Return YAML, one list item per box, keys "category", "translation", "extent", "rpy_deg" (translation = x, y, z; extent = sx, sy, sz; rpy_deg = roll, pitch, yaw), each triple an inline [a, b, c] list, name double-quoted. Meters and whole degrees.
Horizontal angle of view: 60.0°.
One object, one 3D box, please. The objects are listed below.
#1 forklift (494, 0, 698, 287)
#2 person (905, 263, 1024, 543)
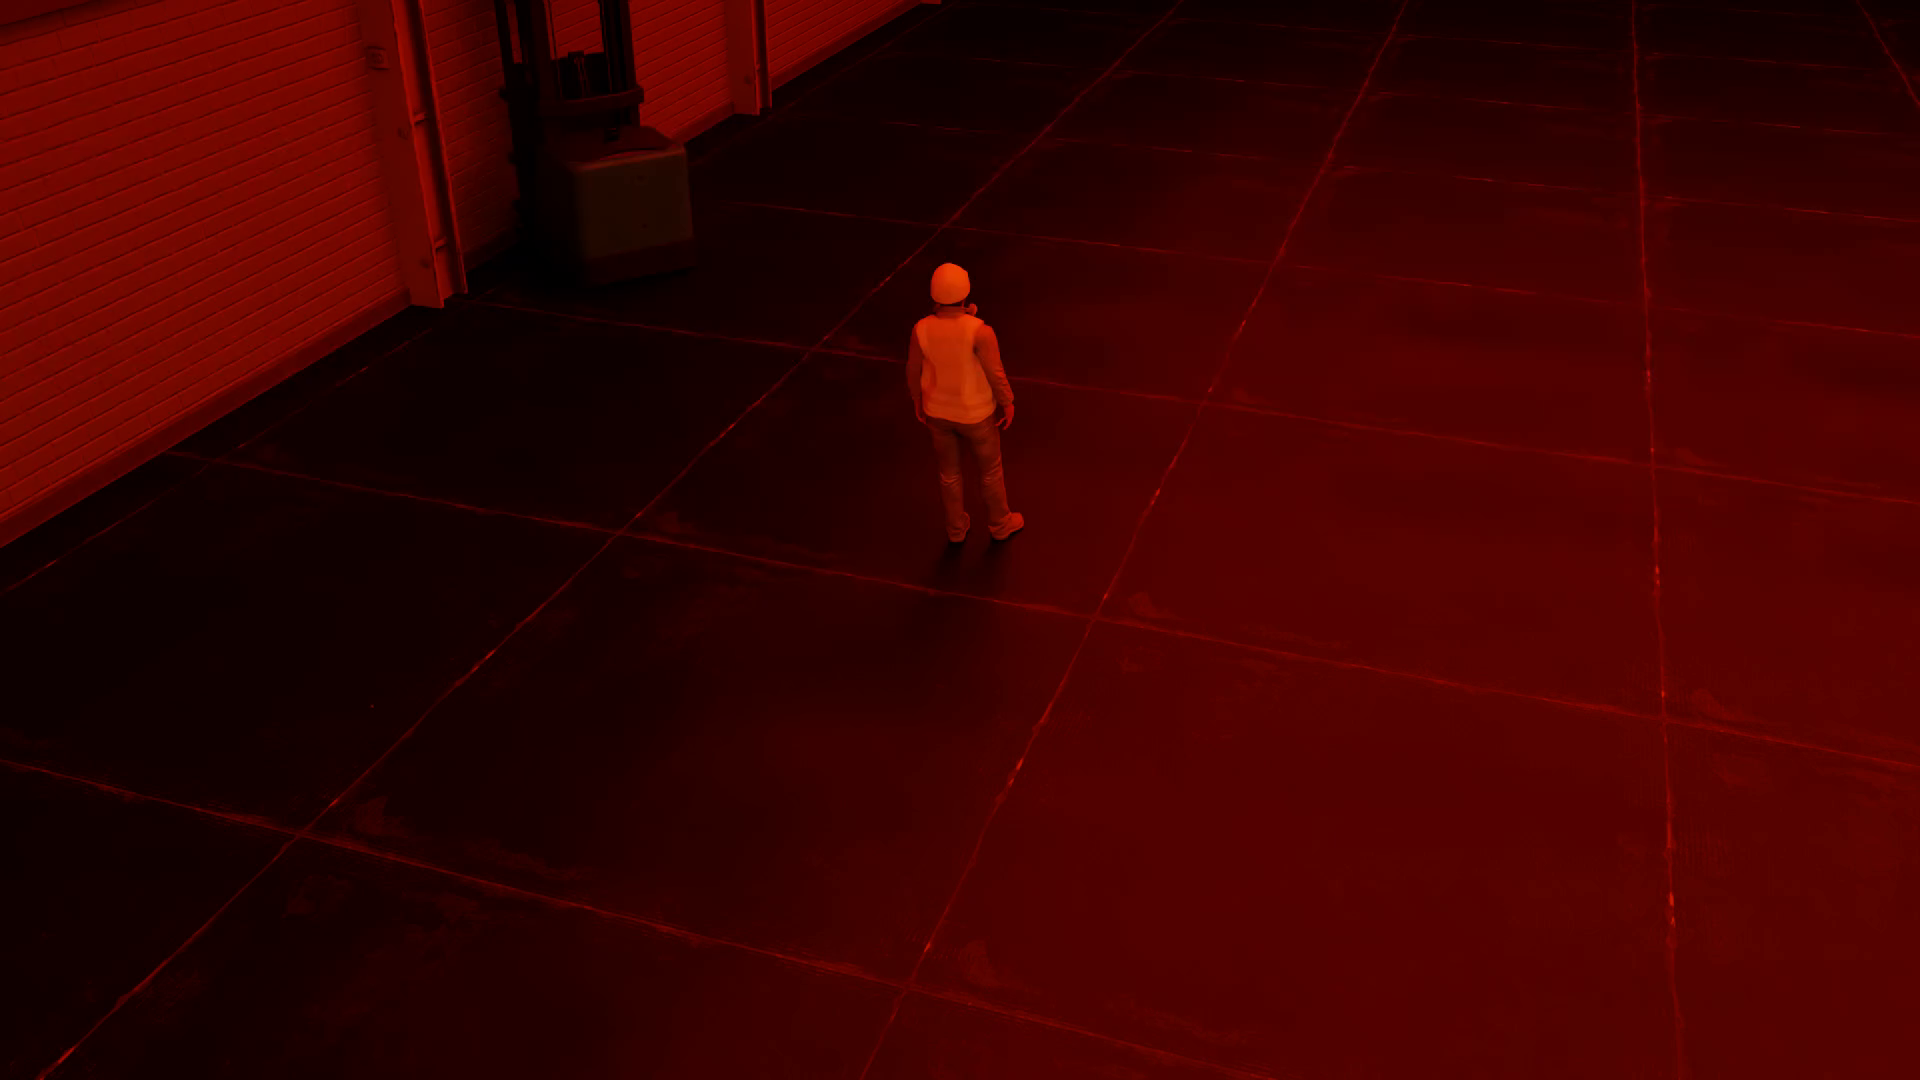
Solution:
- category: "forklift"
  translation: [-3.431, -4.030, 14.207]
  extent: [1.130, 2.935, 3.031]
  rpy_deg: [-17, 34, -28]
- category: "person"
  translation: [0.028, -0.805, 9.701]
  extent: [0.632, 1.773, 0.568]
  rpy_deg: [10, 31, 16]
